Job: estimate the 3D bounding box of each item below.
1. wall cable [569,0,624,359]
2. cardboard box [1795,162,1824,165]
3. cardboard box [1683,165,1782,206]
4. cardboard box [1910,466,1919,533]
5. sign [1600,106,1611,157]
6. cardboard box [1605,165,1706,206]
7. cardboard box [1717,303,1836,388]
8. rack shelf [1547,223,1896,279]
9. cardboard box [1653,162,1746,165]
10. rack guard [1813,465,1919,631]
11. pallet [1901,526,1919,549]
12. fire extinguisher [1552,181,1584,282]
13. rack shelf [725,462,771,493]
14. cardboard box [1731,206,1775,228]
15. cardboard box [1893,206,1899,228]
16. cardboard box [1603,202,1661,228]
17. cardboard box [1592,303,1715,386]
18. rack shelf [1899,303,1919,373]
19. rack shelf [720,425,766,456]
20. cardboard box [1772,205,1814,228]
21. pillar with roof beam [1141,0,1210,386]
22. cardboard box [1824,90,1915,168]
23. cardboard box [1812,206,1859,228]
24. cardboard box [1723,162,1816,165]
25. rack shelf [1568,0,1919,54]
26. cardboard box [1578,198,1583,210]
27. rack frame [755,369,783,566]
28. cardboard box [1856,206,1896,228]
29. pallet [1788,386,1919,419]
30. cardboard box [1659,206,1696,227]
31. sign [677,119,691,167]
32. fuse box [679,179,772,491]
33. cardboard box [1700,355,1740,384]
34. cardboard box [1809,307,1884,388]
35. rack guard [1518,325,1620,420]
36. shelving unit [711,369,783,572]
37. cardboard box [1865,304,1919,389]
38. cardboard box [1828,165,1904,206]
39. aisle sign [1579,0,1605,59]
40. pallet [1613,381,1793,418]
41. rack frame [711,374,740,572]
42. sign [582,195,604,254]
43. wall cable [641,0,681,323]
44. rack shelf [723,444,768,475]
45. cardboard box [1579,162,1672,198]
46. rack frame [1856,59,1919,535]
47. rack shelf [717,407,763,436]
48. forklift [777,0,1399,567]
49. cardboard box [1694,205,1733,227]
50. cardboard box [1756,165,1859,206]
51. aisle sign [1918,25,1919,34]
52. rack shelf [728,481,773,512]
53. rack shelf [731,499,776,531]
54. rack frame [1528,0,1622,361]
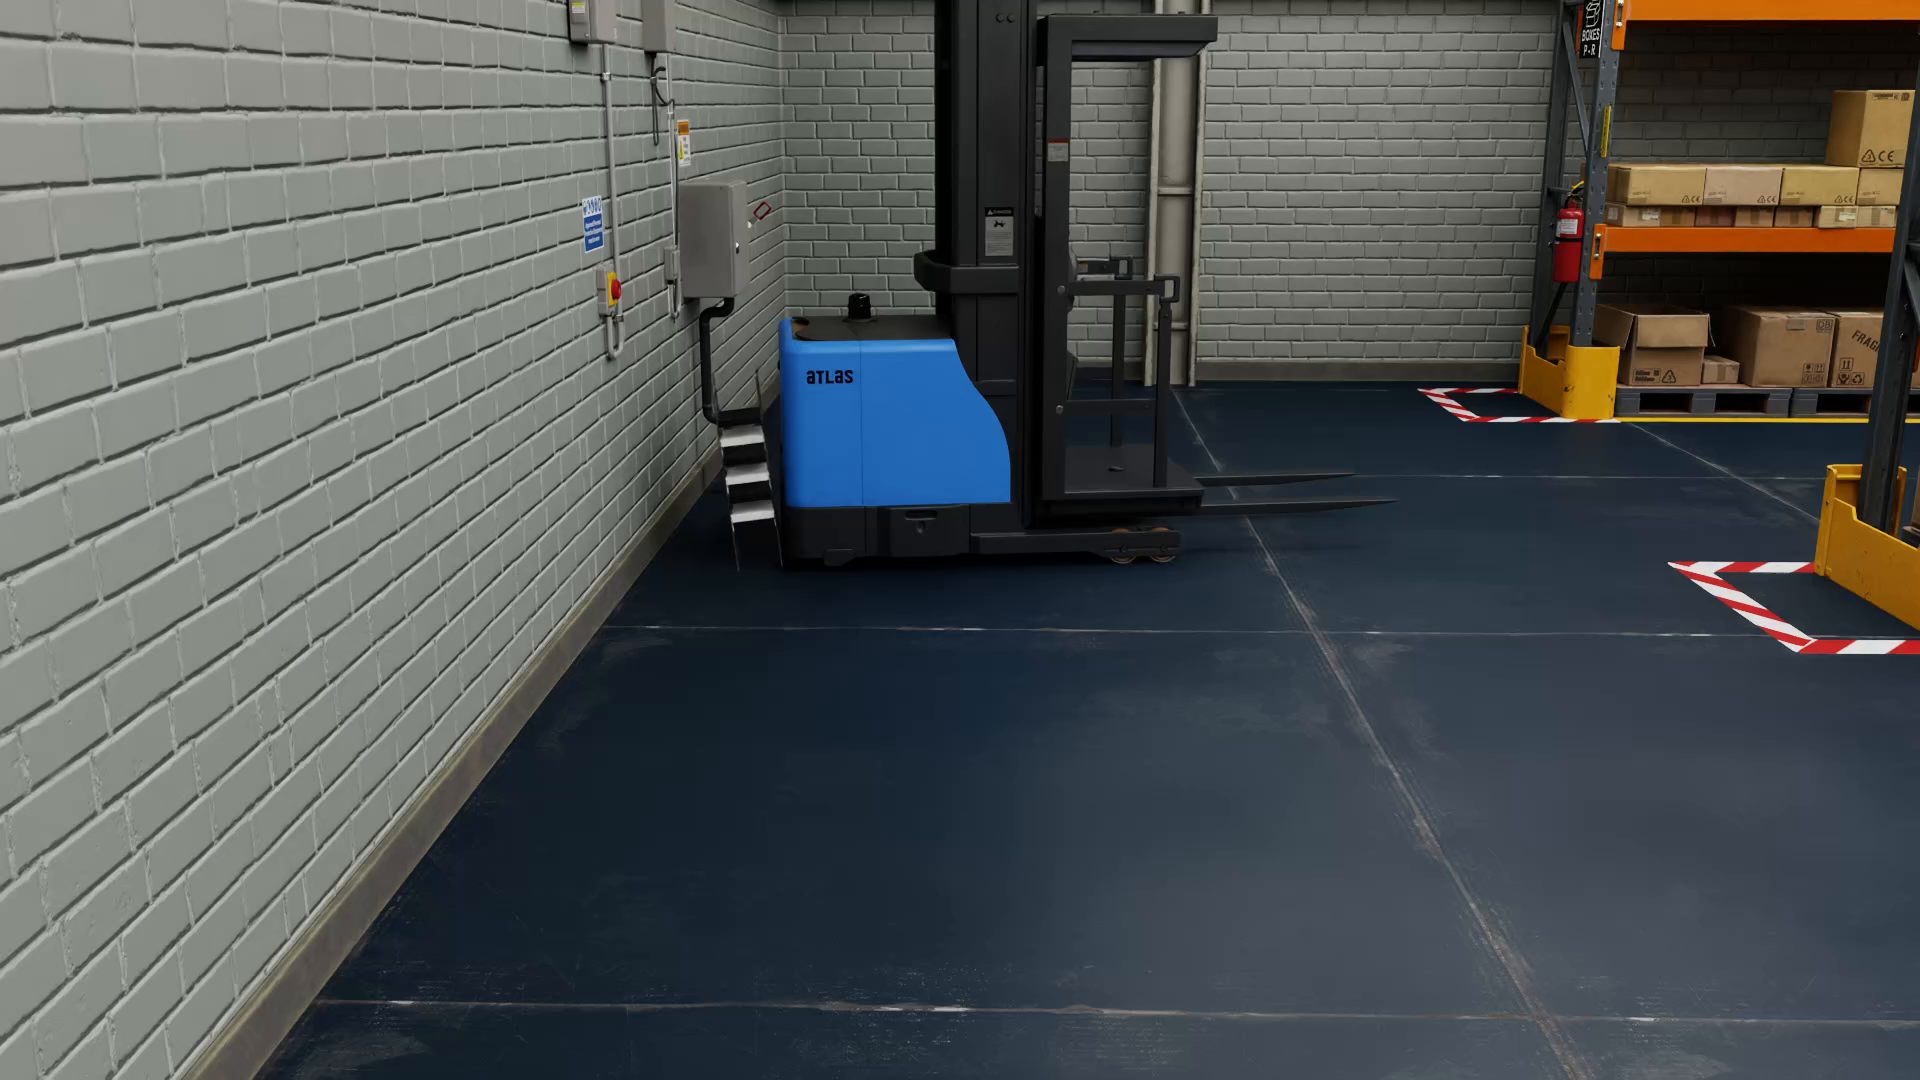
[{"bbox_3d":[-1.463,-1.703,6.861,0.123,1.953,0.585,0,15,1],"label":"wall cable"},{"bbox_3d":[6.297,-2.556,11.858,0.500,0.250,0.500,0,15,1],"label":"cardboard box"},{"bbox_3d":[5.248,-2.428,11.373,0.500,0.250,0.500,1,15,2],"label":"cardboard box"},{"bbox_3d":[4.837,-0.151,7.231,0.875,0.438,0.875,0,15,0],"label":"cardboard box"},{"bbox_3d":[4.284,-2.712,11.041,0.005,0.325,0.100,0,15,1],"label":"sign"},{"bbox_3d":[4.744,-2.431,11.385,0.500,0.250,0.500,0,15,2],"label":"cardboard box"},{"bbox_3d":[5.760,-1.382,11.776,0.500,0.500,0.700,1,15,4],"label":"cardboard box"},{"bbox_3d":[6.297,-2.071,11.718,4.000,0.370,1.077,0,15,1],"label":"rack shelf"},{"bbox_3d":[5.280,-2.564,11.888,0.500,0.250,0.500,0,15,2],"label":"cardboard box"},{"bbox_3d":[4.151,0.043,7.197,0.348,0.500,1.175,0,15,1],"label":"rack guard"},{"bbox_3d":[4.976,0.168,7.289,1.213,0.211,1.003,0,15,1],"label":"pallet"},{"bbox_3d":[4.139,-2.097,11.290,0.183,0.674,0.296,0,15,1],"label":"fire extinguisher"},{"bbox_3d":[-0.991,-0.296,7.791,0.200,0.077,0.258,-7,15,-5],"label":"rack shelf"},{"bbox_3d":[5.389,-2.238,11.435,0.250,0.149,0.380,1,15,3],"label":"cardboard box"},{"bbox_3d":[6.429,-2.236,11.428,0.250,0.149,0.380,0,15,1],"label":"cardboard box"},{"bbox_3d":[4.619,-2.238,11.434,0.250,0.149,0.380,0,15,1],"label":"cardboard box"},{"bbox_3d":[4.907,-1.399,11.834,0.637,0.503,0.797,0,15,-1],"label":"cardboard box"},{"bbox_3d":[6.174,-0.805,6.920,4.000,0.370,1.077,0,15,1],"label":"rack shelf"},{"bbox_3d":[-1.010,-0.468,7.743,0.200,0.077,0.258,-7,15,-5],"label":"rack shelf"},{"bbox_3d":[5.655,-2.238,11.433,0.250,0.149,0.380,1,15,2],"label":"cardboard box"},{"bbox_3d":[1.515,-4.482,7.687,0.400,9.000,9.100,0,15,1],"label":"pillar with roof beam"},{"bbox_3d":[6.244,-2.784,11.253,0.500,0.500,0.500,1,15,3],"label":"cardboard box"},{"bbox_3d":[5.906,-2.217,11.355,0.250,0.149,0.380,0,15,0],"label":"cardboard box"},{"bbox_3d":[5.775,-2.559,11.871,0.500,0.250,0.500,1,15,3],"label":"cardboard box"},{"bbox_3d":[6.297,-3.521,11.335,4.000,0.370,1.077,0,15,1],"label":"rack shelf"},{"bbox_3d":[4.636,-2.376,11.959,0.250,0.149,0.380,0,15,1],"label":"cardboard box"},{"bbox_3d":[-0.894,-0.340,7.790,0.006,0.900,0.240,-7,15,-5],"label":"rack frame"},{"bbox_3d":[6.170,-2.220,11.368,0.250,0.149,0.380,1,15,3],"label":"cardboard box"},{"bbox_3d":[6.387,-1.069,11.978,1.213,0.211,1.003,0,15,1],"label":"pallet"},{"bbox_3d":[4.875,-2.248,11.473,0.250,0.149,0.380,1,15,3],"label":"cardboard box"},{"bbox_3d":[-1.472,-2.118,8.868,0.001,0.242,0.339,0,15,1],"label":"sign"},{"bbox_3d":[-1.263,-1.108,9.186,0.414,1.711,0.539,0,15,1],"label":"fuse box"},{"bbox_3d":[5.330,-1.215,11.831,0.250,0.149,0.380,0,15,-1],"label":"cardboard box"},{"bbox_3d":[6.286,-1.353,11.666,0.500,0.500,0.500,1,15,2],"label":"cardboard box"},{"bbox_3d":[4.374,-1.222,11.993,0.348,0.500,1.175,0,15,1],"label":"rack guard"},{"bbox_3d":[-0.995,-0.327,7.782,0.210,0.900,0.258,-7,15,-5],"label":"shelving unit"},{"bbox_3d":[6.798,-1.375,11.750,0.500,0.500,0.700,0,15,-1],"label":"cardboard box"},{"bbox_3d":[6.267,-2.427,11.372,0.500,0.250,0.500,0,15,0],"label":"cardboard box"},{"bbox_3d":[4.222,-3.614,11.062,0.004,0.787,0.394,0,15,1],"label":"aisle sign"},{"bbox_3d":[5.171,-1.077,12.011,1.213,0.211,1.003,0,15,1],"label":"pallet"},{"bbox_3d":[-1.095,-0.315,7.774,0.006,0.900,0.240,-7,15,-5],"label":"rack frame"},{"bbox_3d":[-1.525,-1.315,6.915,0.001,0.218,0.327,0,15,1],"label":"sign"},{"bbox_3d":[-1.438,-2.049,8.236,0.122,1.984,0.588,0,15,1],"label":"wall cable"},{"bbox_3d":[-1.001,-0.382,7.767,0.200,0.077,0.258,-7,15,-5],"label":"rack shelf"},{"bbox_3d":[4.764,-2.567,11.902,0.500,0.250,0.500,1,15,3],"label":"cardboard box"},{"bbox_3d":[4.175,-1.166,6.878,0.127,3.000,1.000,0,15,1],"label":"rack frame"},{"bbox_3d":[-1.019,-0.554,7.719,0.200,0.077,0.258,-7,15,-5],"label":"rack shelf"},{"bbox_3d":[0.625,-1.436,8.038,3.031,2.935,1.130,-2,15,-7],"label":"forklift"},{"bbox_3d":[5.138,-2.255,11.500,0.250,0.149,0.380,0,15,1],"label":"cardboard box"},{"bbox_3d":[5.755,-2.425,11.364,0.500,0.250,0.500,0,15,0],"label":"cardboard box"},{"bbox_3d":[4.111,-2.502,6.848,0.004,0.787,0.394,0,15,1],"label":"aisle sign"},{"bbox_3d":[-0.982,-0.209,7.815,0.200,0.077,0.258,-7,15,-5],"label":"rack shelf"},{"bbox_3d":[-0.973,-0.123,7.839,0.200,0.077,0.258,-7,15,-5],"label":"rack shelf"},{"bbox_3d":[4.298,-2.431,11.676,0.127,3.000,1.000,0,15,1],"label":"rack frame"}]
